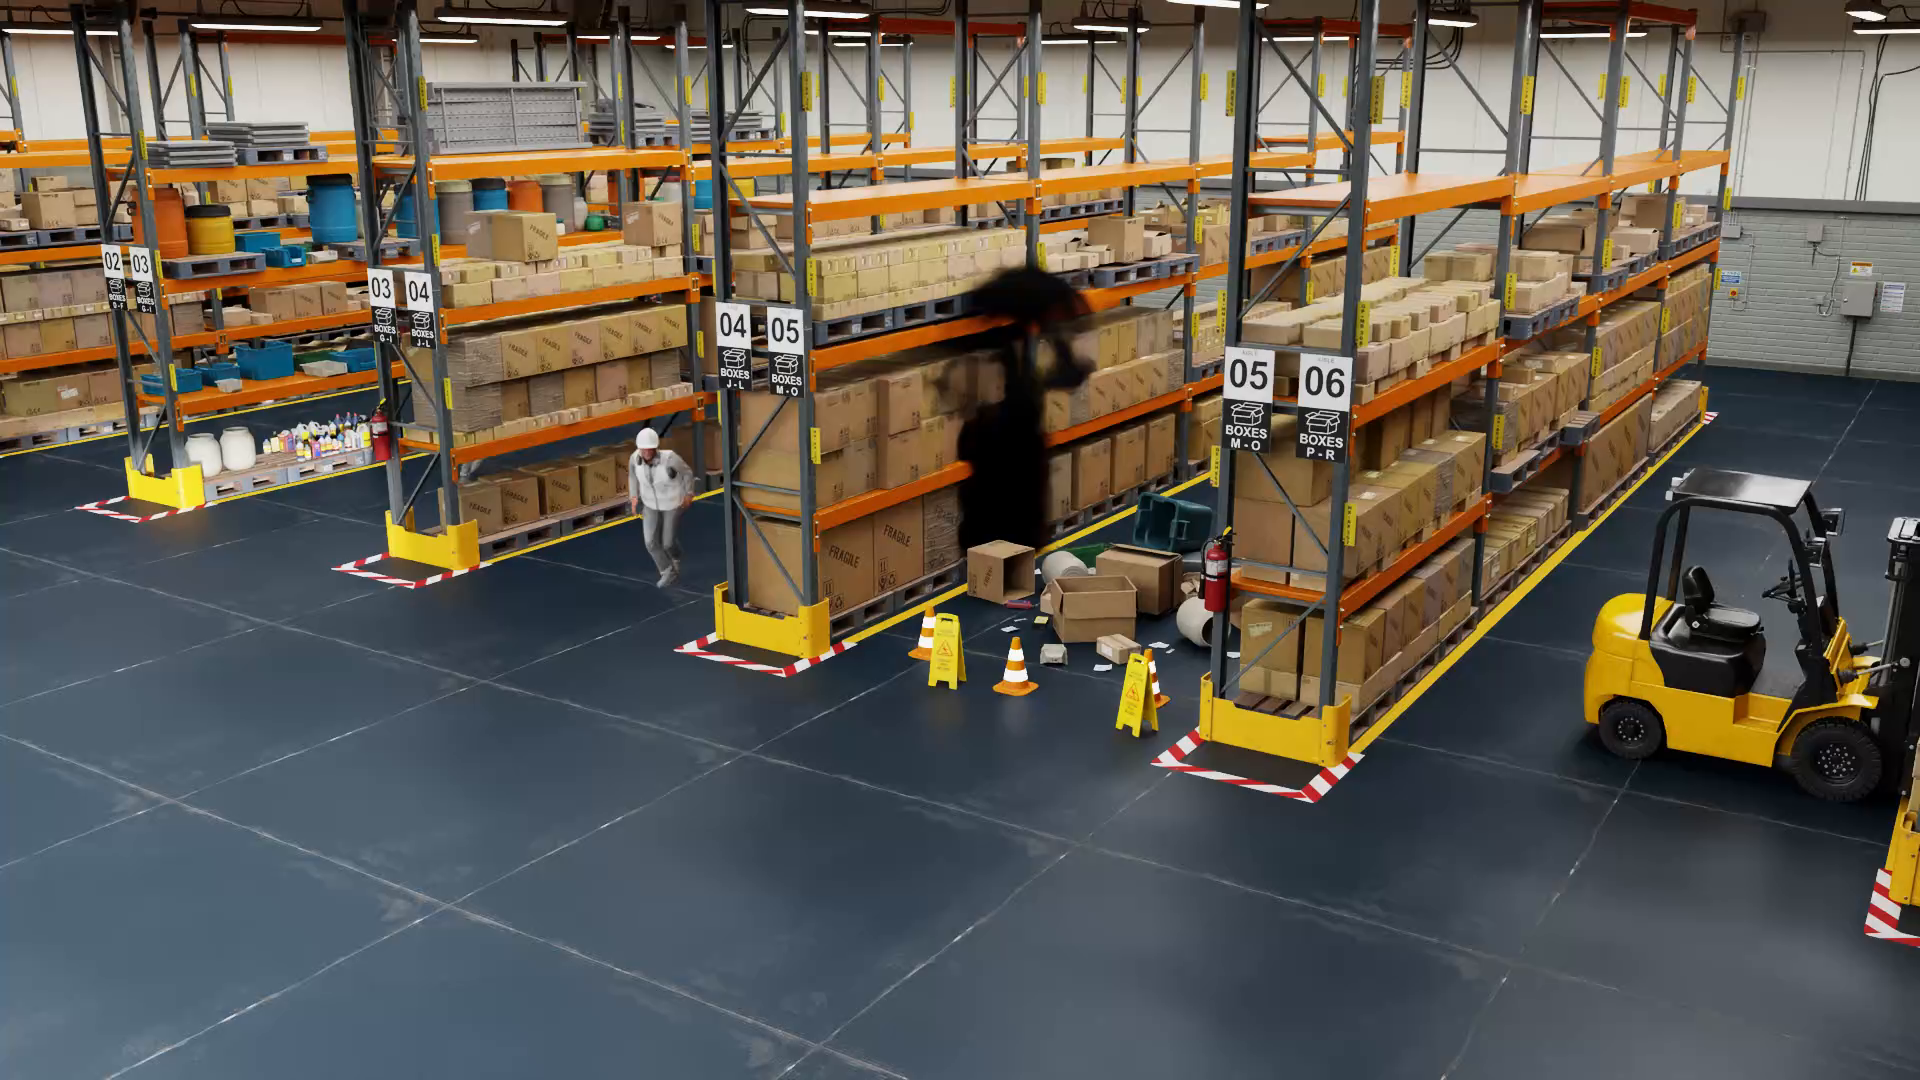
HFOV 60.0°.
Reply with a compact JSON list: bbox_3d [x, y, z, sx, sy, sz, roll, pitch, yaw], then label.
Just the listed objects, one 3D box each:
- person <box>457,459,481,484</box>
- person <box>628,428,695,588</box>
[{"bbox_3d":[-6.479,-1.643,21.764,0.719,1.751,0.926,3,16,10],"label":"person"},{"bbox_3d":[-2.928,-0.343,16.390,0.647,1.653,0.917,3,16,9],"label":"person"}]
